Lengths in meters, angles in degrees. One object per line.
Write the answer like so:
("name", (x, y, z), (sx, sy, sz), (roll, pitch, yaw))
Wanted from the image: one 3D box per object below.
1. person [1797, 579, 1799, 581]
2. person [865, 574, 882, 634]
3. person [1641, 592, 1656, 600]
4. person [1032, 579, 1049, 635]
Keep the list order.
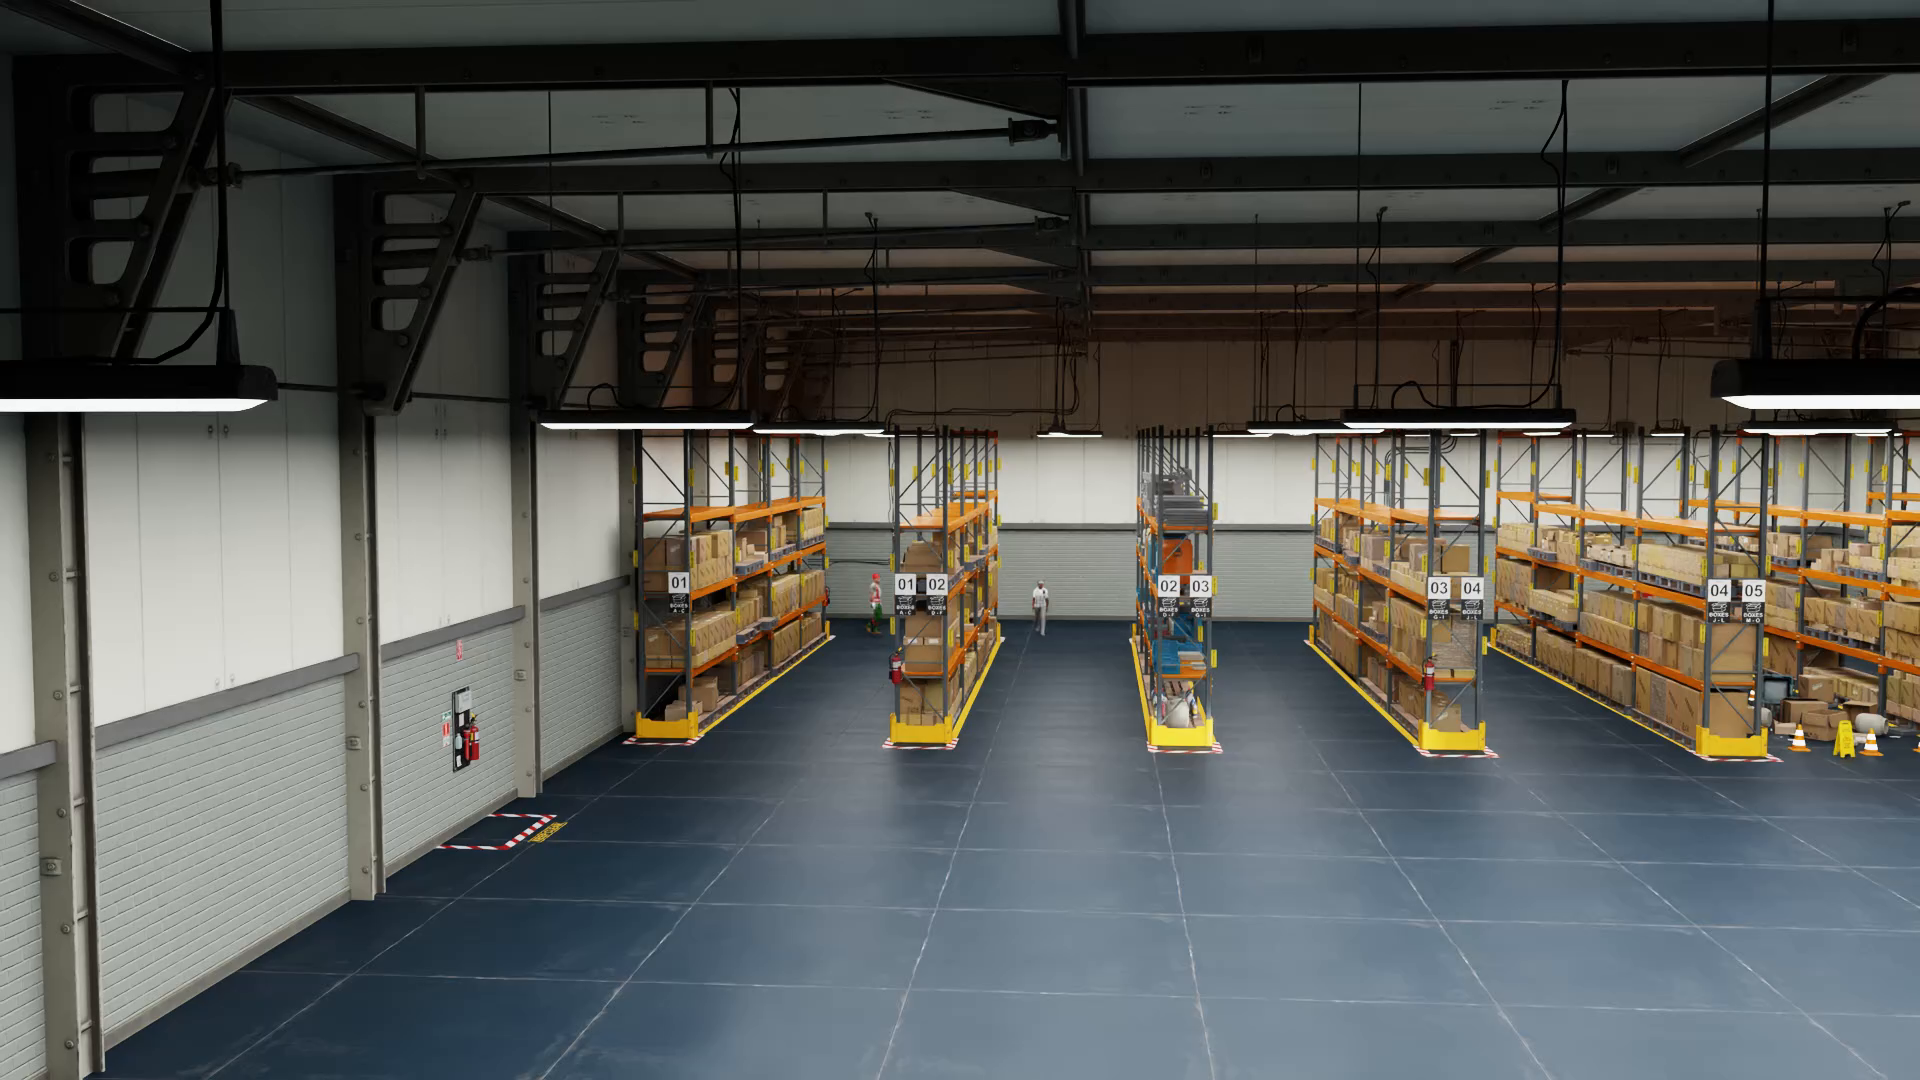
("person", (24.149, 1.980, 47.744), (1.111, 1.736, 0.593), (0, 3, -6))
("person", (-2.528, 1.879, 48.829), (0.500, 1.790, 0.581), (0, 3, 2))
("person", (20.760, 1.842, 50.077), (0.617, 1.710, 0.529), (-1, 4, -12))
("person", (2.365, 1.952, 48.877), (0.471, 1.624, 1.045), (0, 3, 4))
